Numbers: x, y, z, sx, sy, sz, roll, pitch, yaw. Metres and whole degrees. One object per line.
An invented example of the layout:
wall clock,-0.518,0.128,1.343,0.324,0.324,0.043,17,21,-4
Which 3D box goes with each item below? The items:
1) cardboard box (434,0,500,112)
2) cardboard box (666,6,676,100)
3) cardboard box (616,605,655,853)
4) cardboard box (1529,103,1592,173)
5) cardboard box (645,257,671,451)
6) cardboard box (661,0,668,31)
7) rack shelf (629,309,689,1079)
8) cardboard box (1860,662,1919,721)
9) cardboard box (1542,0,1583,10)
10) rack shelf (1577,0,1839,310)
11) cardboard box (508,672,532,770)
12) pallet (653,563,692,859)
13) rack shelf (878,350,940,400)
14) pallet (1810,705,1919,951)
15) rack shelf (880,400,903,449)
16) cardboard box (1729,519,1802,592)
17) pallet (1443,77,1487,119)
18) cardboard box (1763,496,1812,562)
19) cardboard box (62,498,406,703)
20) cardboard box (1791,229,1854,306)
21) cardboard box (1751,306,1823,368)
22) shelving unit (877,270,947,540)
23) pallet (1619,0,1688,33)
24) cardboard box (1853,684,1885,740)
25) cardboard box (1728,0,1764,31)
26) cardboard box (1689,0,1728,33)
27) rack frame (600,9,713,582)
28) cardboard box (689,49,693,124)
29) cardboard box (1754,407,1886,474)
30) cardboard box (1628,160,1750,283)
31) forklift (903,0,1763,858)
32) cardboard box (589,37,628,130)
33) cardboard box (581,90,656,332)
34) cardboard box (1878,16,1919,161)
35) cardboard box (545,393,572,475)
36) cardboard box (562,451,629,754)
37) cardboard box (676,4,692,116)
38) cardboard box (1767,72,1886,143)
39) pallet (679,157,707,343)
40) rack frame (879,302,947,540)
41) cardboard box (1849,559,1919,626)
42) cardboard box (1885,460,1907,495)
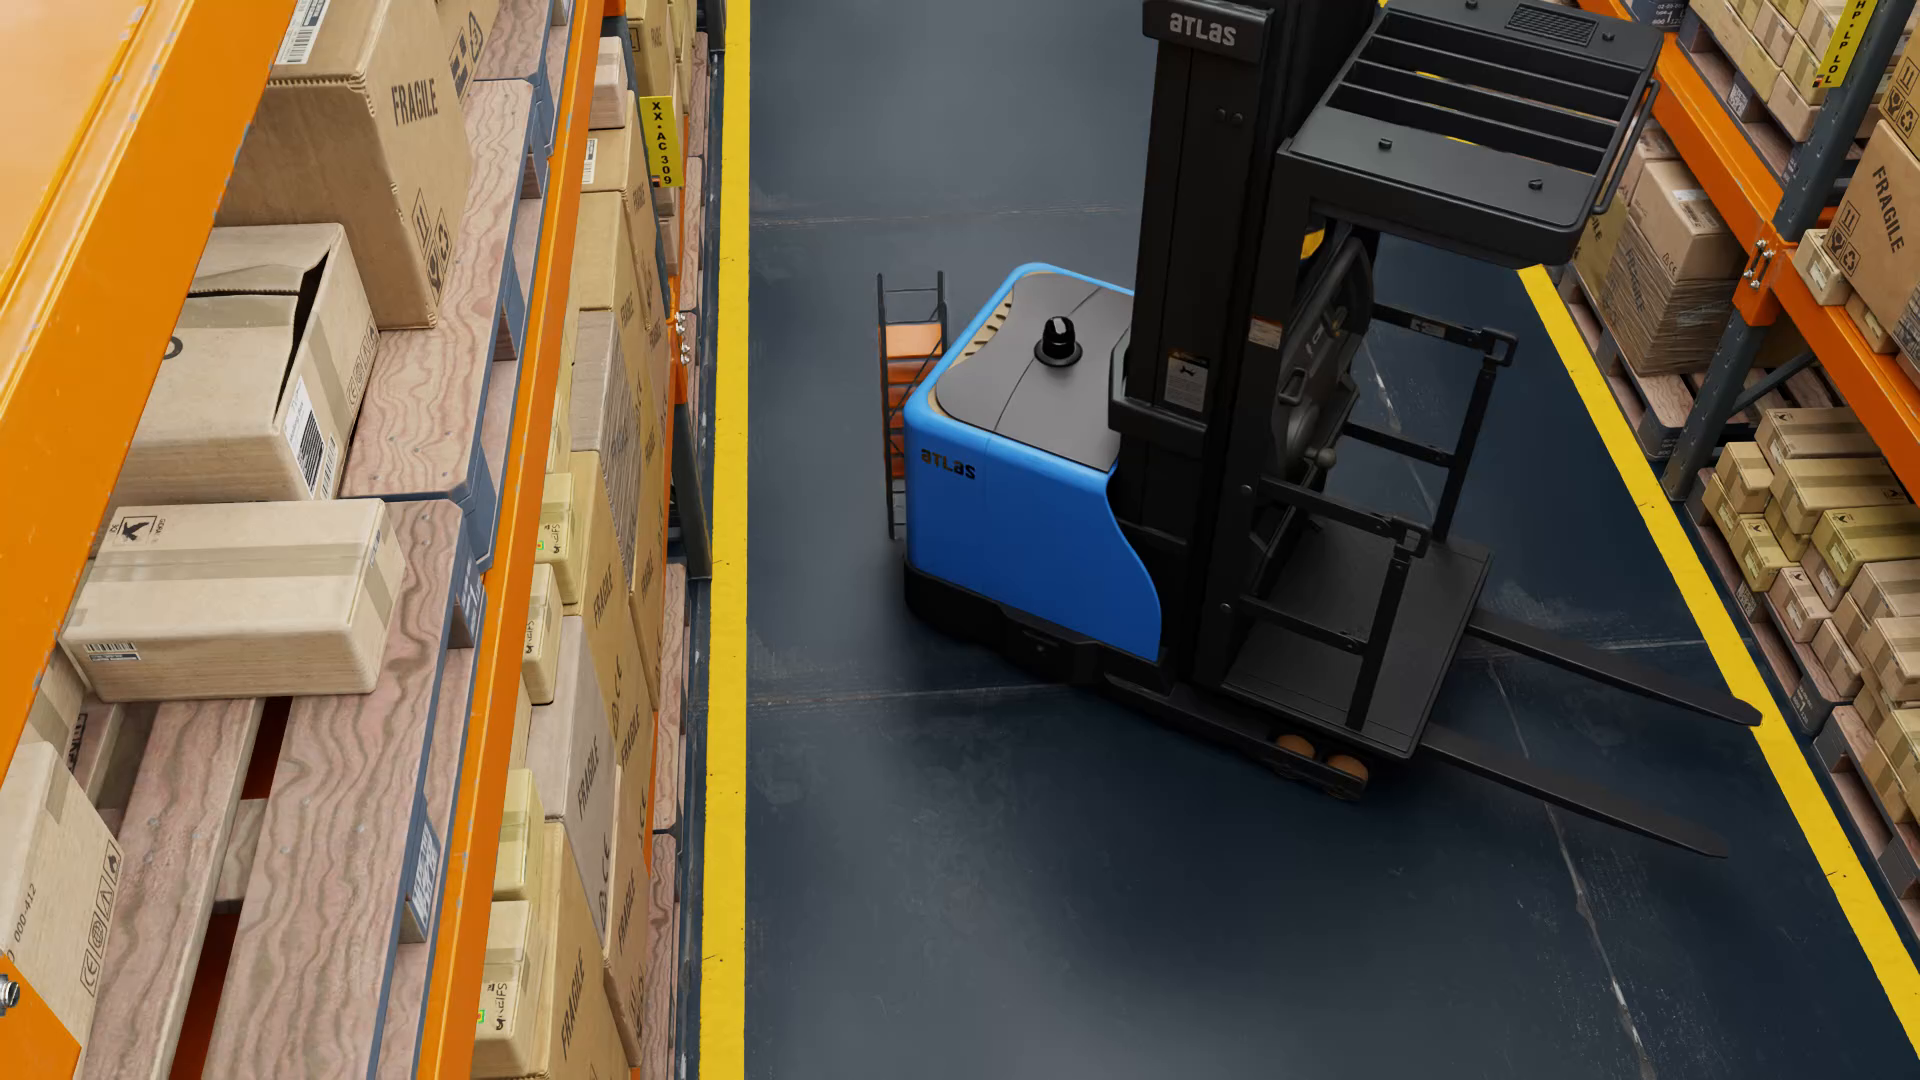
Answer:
cardboard box,-1.342,-1.158,3.285,0.797,0.503,0.637,0,47,0
cardboard box,-1.314,-1.717,6.069,0.500,0.250,0.500,-3,47,-3
cardboard box,-1.059,0.514,4.128,0.500,0.500,0.500,-2,47,-2
cardboard box,3.043,-1.808,7.828,0.500,0.500,0.500,-4,47,-4
cardboard box,-1.193,-0.600,5.184,0.500,0.500,0.500,-3,47,-3
cardboard box,-1.307,-1.966,5.789,0.500,0.500,0.500,-4,47,-4
rack shelf,-1.319,0.808,4.414,1.077,0.370,4.000,-3,47,-3
cardboard box,3.335,0.503,5.677,0.380,0.149,0.250,-2,47,-1
cardboard box,2.990,-2.457,7.927,0.500,0.250,0.500,-3,47,-3
rack shelf,3.270,-2.460,7.509,1.077,0.370,4.000,-3,47,-3
cardboard box,-1.021,0.377,3.123,0.380,0.149,0.250,-3,47,-3
pallet,-1.501,0.628,6.010,1.003,0.211,1.213,-3,47,-3
rack shelf,-0.174,-0.623,6.245,0.258,0.103,0.180,-3,47,-3
pallet,3.634,1.067,5.594,1.003,0.211,1.213,-3,47,-3
rack shelf,-0.174,-0.458,6.419,0.258,0.103,0.180,-3,47,-3
cardboard box,3.170,0.051,6.310,0.380,0.149,0.250,-2,47,-2
pallet,3.167,-2.630,9.095,1.003,0.211,1.213,-3,47,-3
cardboard box,3.260,-0.067,6.217,0.380,0.149,0.250,-3,47,-3
cardboard box,-1.014,0.083,2.354,0.380,0.149,0.250,-2,47,-2
cardboard box,3.135,-0.949,5.756,0.380,0.149,0.250,-2,47,-2
cardboard box,3.640,-1.096,7.154,0.500,0.500,0.500,-2,47,-2
shelving unit,-0.174,-0.489,6.387,0.258,1.200,0.189,-3,47,-3
pallet,3.309,-2.658,7.334,1.003,0.211,1.213,-3,47,-3
cardboard box,3.371,0.601,5.789,0.380,0.149,0.250,-5,47,-5
cardboard box,3.166,-2.066,6.320,0.380,0.149,0.250,-2,47,-2
cardboard box,3.145,-2.143,6.597,0.380,0.149,0.250,-6,47,-5
rack frame,-1.487,-0.886,5.523,1.000,3.000,0.127,-3,47,-3
cardboard box,-1.846,-2.689,8.405,0.875,0.875,0.875,-4,47,-4
cardboard box,3.260,-0.367,6.296,0.380,0.149,0.250,-2,47,-2
cardboard box,3.123,-1.326,6.856,0.500,0.250,0.500,-5,47,-4
forklift,1.334,-0.535,5.238,3.031,2.935,1.130,21,50,19
cardboard box,-1.144,-1.284,4.696,0.380,0.149,0.250,-4,47,-4
cardboard box,-1.172,-0.940,4.816,0.500,0.500,0.500,-4,47,-4
cardboard box,3.233,-1.399,5.047,0.500,0.500,0.500,-2,47,-2
cardboard box,-1.064,-0.178,3.648,0.380,0.149,0.250,-3,47,-3
cardboard box,-1.052,0.159,3.776,0.500,0.500,0.500,-3,47,-3
cardboard box,-1.332,-1.915,6.601,0.500,0.250,0.500,-4,47,-4
cardboard box,3.207,-1.593,6.077,0.380,0.149,0.250,-4,47,-4
pallet,-1.732,-1.365,7.898,1.003,0.211,1.213,-3,47,-3
rack frame,-0.166,-0.423,6.324,0.240,1.200,0.006,-3,47,-3
cardboard box,3.339,0.203,5.756,0.380,0.149,0.250,-5,47,-4
cardboard box,3.781,-0.318,6.454,0.380,0.149,0.250,-3,47,-2
